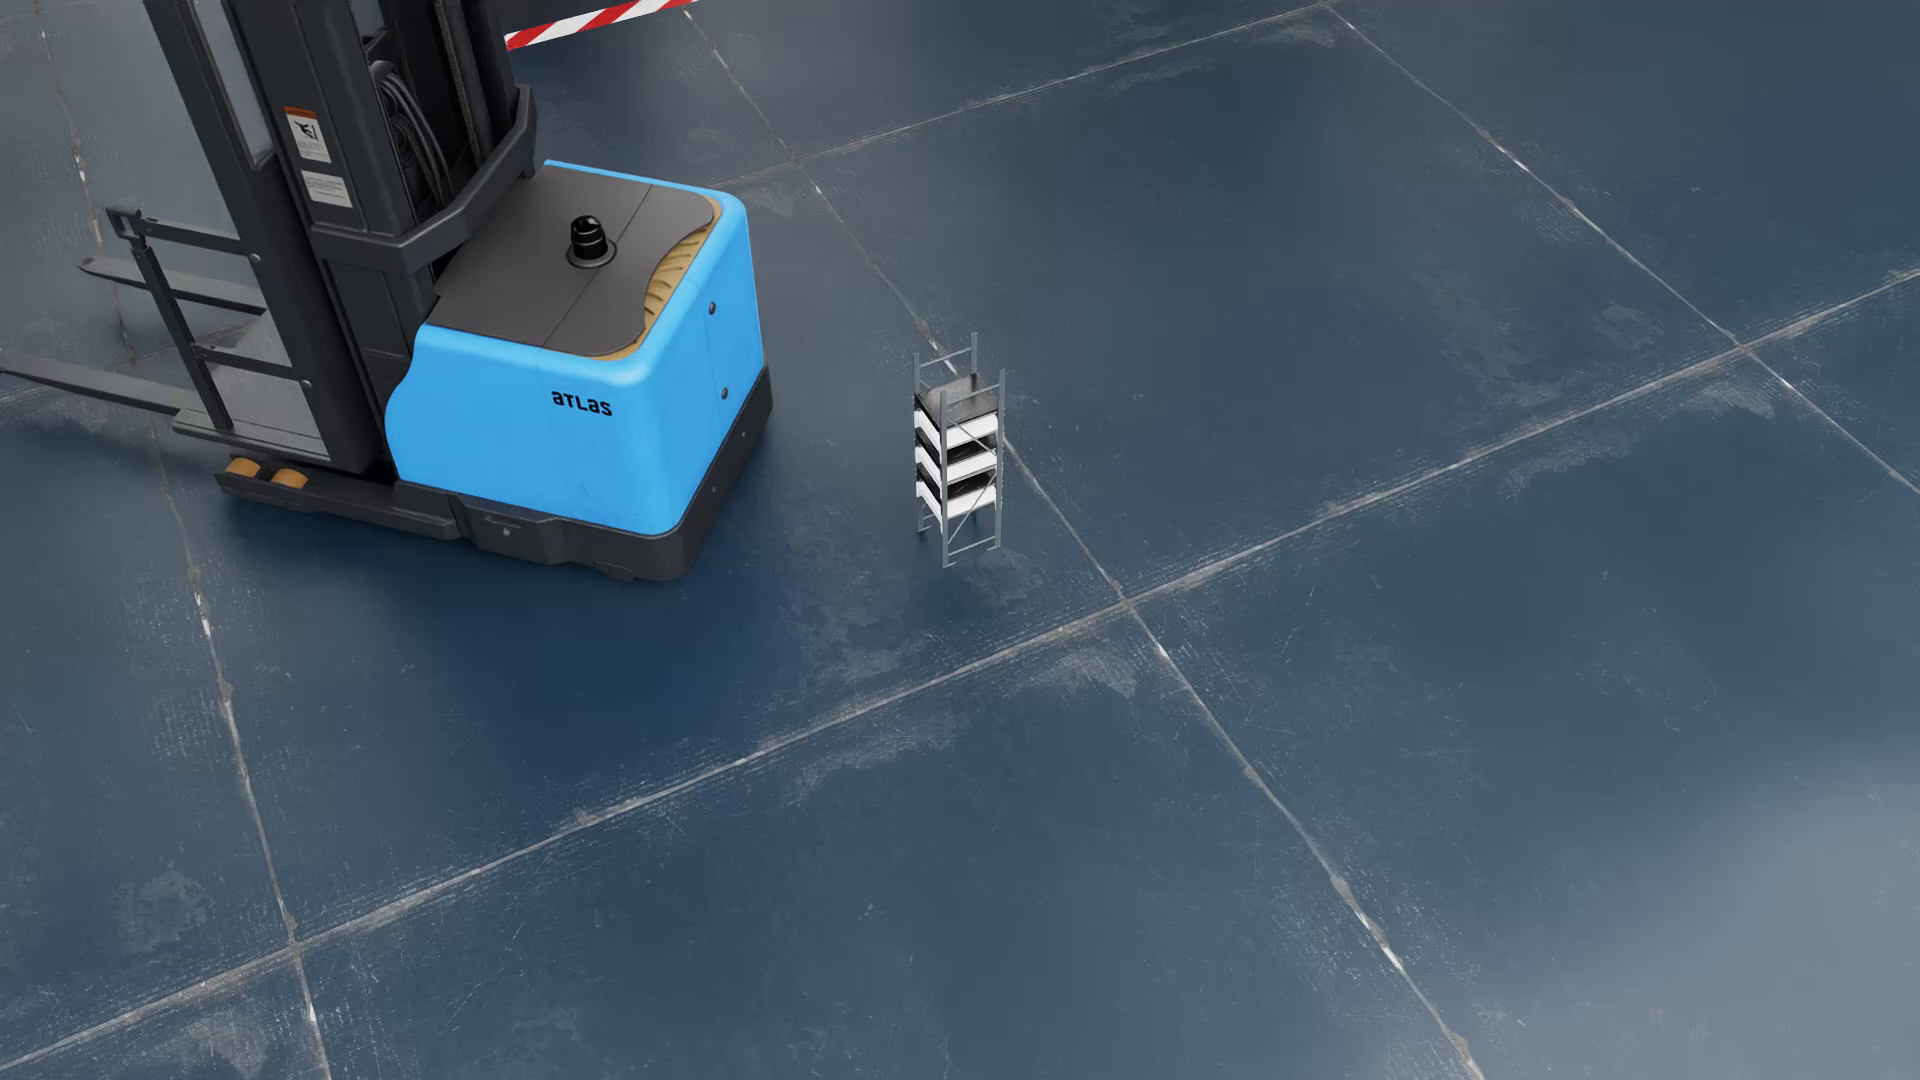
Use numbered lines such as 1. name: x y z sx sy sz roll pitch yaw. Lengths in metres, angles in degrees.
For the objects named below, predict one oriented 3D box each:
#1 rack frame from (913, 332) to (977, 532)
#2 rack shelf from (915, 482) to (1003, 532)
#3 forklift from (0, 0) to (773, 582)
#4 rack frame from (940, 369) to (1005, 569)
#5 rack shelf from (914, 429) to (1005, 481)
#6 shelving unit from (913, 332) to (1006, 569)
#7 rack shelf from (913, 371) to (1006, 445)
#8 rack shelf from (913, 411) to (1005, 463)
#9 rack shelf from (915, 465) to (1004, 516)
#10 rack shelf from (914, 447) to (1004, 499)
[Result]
1. rack frame: -0.050 -0.370 5.976 0.240 0.900 0.006 -21 52 -18
2. rack shelf: -0.004 -0.161 6.077 0.258 0.077 0.200 -21 52 -18
3. forklift: -2.319 -1.445 5.567 3.031 2.935 1.130 12 50 11
4. rack frame: 0.043 -0.234 5.857 0.240 0.900 0.006 -21 52 -18
5. rack shelf: -0.004 -0.339 5.873 0.258 0.077 0.200 -21 52 -18
6. shelving unit: -0.004 -0.302 5.916 0.258 0.900 0.210 -21 52 -18
7. rack shelf: -0.004 -0.458 5.738 0.258 0.077 0.200 -21 52 -18
8. rack shelf: -0.004 -0.398 5.806 0.258 0.077 0.200 -21 52 -18
9. rack shelf: -0.004 -0.221 6.009 0.258 0.077 0.200 -21 52 -18
10. rack shelf: -0.004 -0.280 5.941 0.258 0.077 0.200 -21 52 -18
